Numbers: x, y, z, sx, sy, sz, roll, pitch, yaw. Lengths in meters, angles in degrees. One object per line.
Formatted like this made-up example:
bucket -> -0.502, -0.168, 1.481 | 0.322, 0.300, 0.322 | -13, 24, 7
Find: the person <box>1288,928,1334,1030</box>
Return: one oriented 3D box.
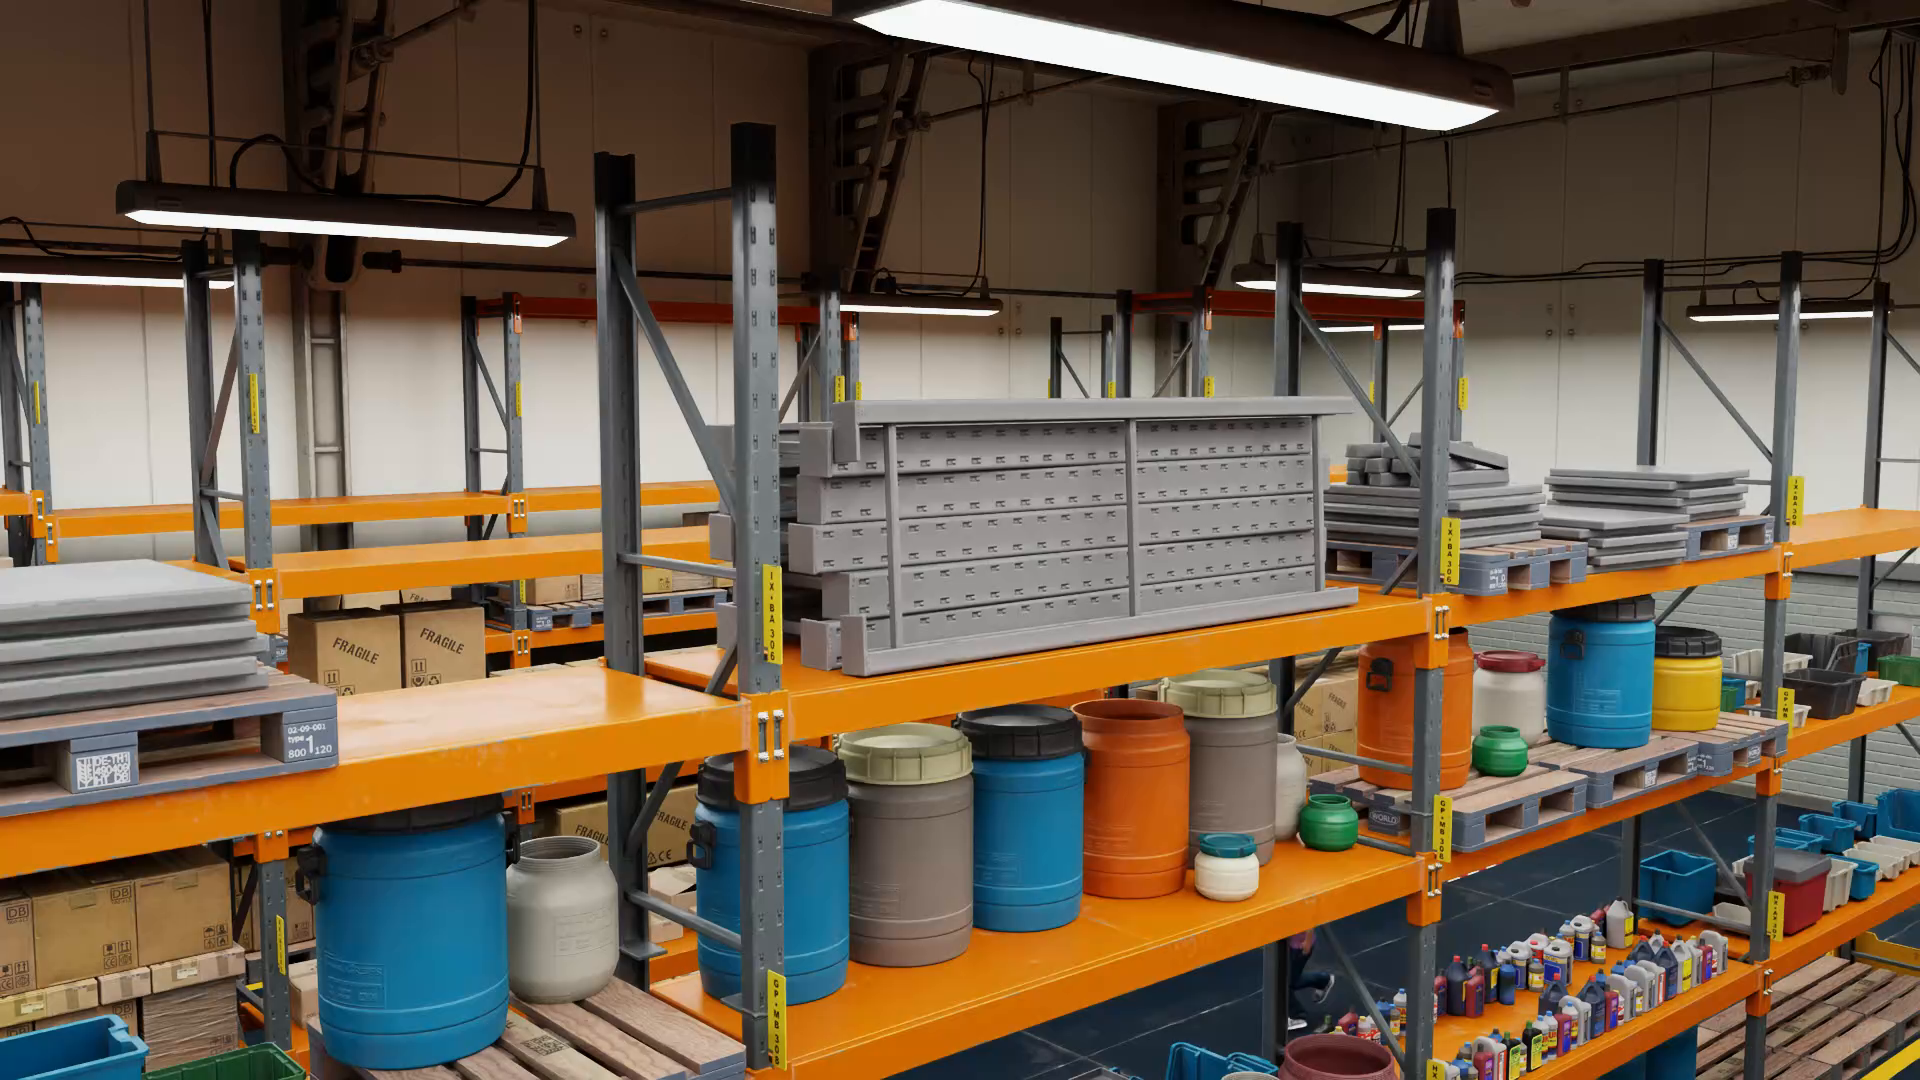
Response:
person -> 2.676, 3.210, 13.245 | 0.853, 1.423, 0.551 | -3, 6, -29
